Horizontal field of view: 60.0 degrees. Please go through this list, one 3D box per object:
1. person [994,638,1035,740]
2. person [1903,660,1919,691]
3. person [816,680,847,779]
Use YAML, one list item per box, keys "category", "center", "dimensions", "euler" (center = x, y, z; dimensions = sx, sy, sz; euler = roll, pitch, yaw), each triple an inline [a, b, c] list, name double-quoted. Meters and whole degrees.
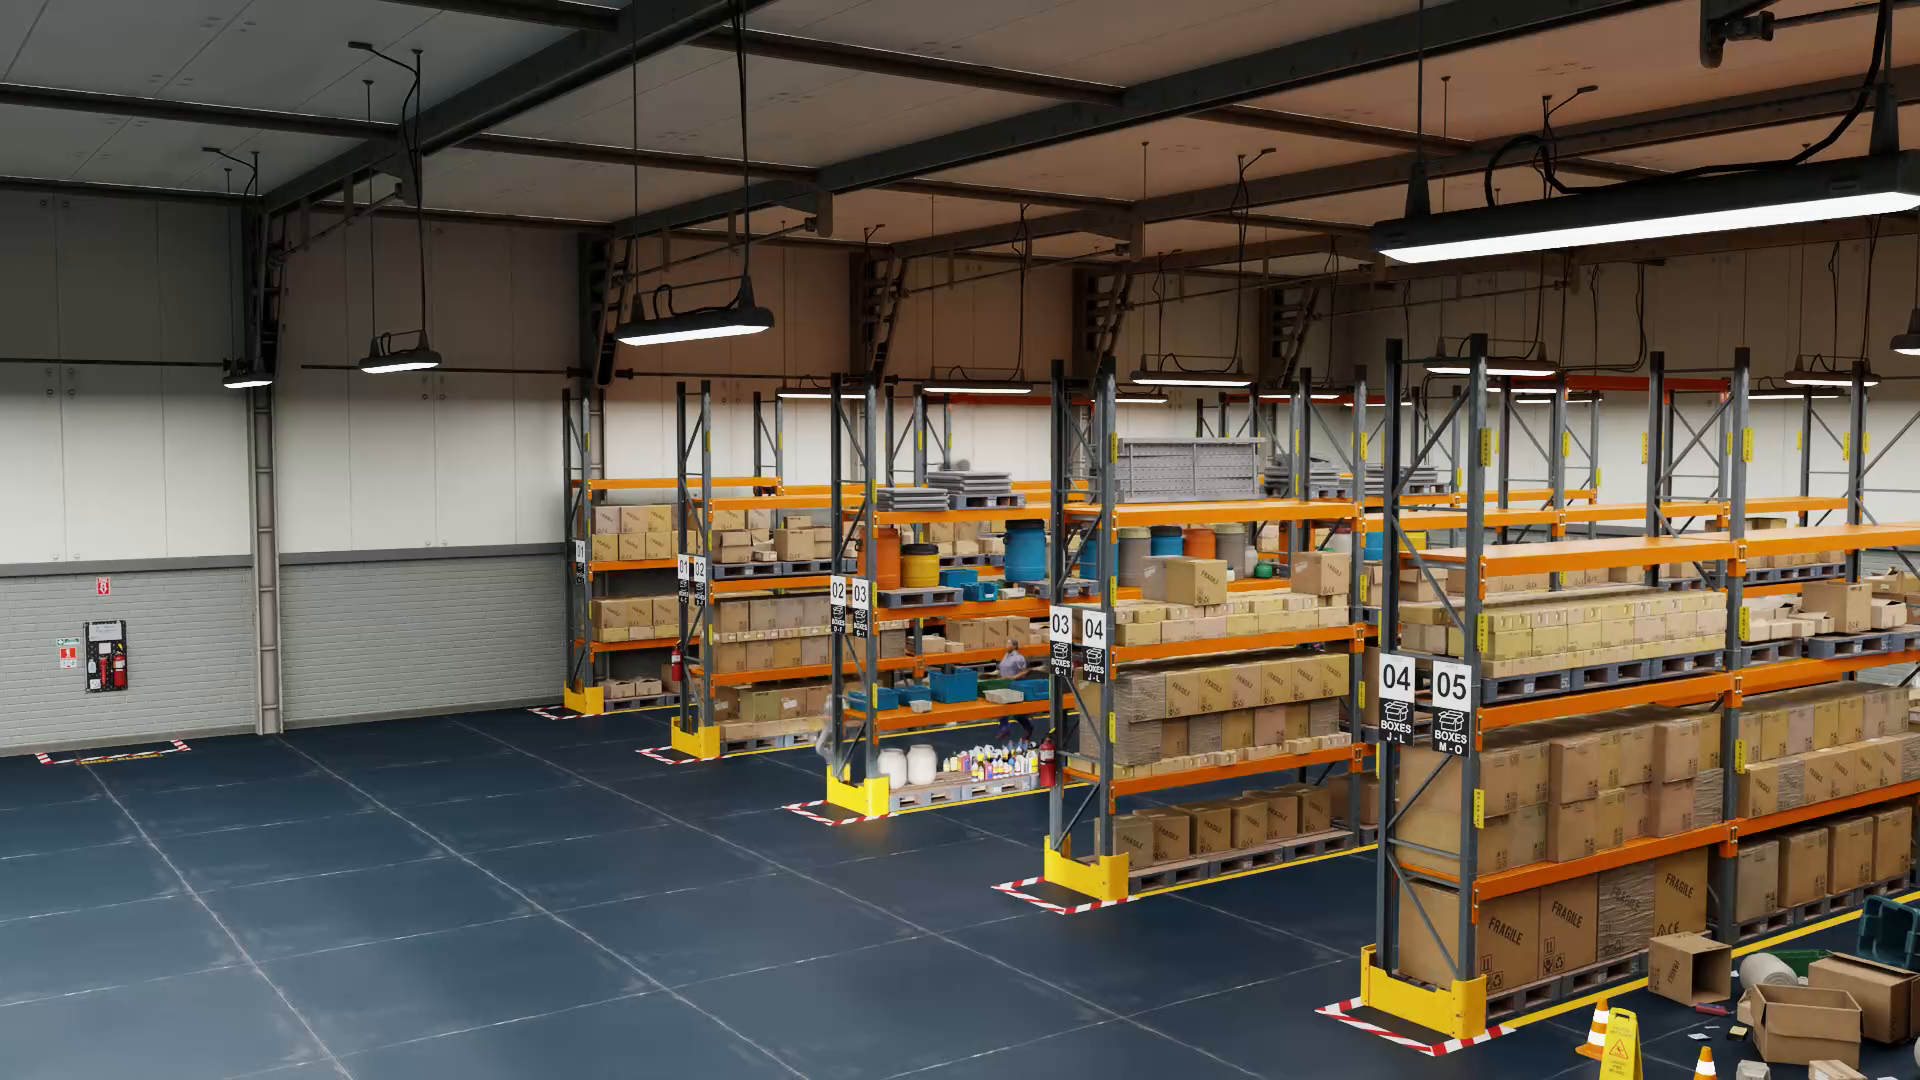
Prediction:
- category: "person"
  center: [0.850, 2.399, 26.738]
  dimensions: [0.696, 1.665, 0.613]
  euler: [-3, 4, -35]
- category: "person"
  center: [15.468, 2.643, 26.489]
  dimensions: [0.753, 1.684, 0.765]
  euler: [2, 4, 24]
- category: "person"
  center: [-1.869, 2.813, 24.642]
  dimensions: [0.549, 1.543, 0.499]
  euler: [-4, 5, -44]
